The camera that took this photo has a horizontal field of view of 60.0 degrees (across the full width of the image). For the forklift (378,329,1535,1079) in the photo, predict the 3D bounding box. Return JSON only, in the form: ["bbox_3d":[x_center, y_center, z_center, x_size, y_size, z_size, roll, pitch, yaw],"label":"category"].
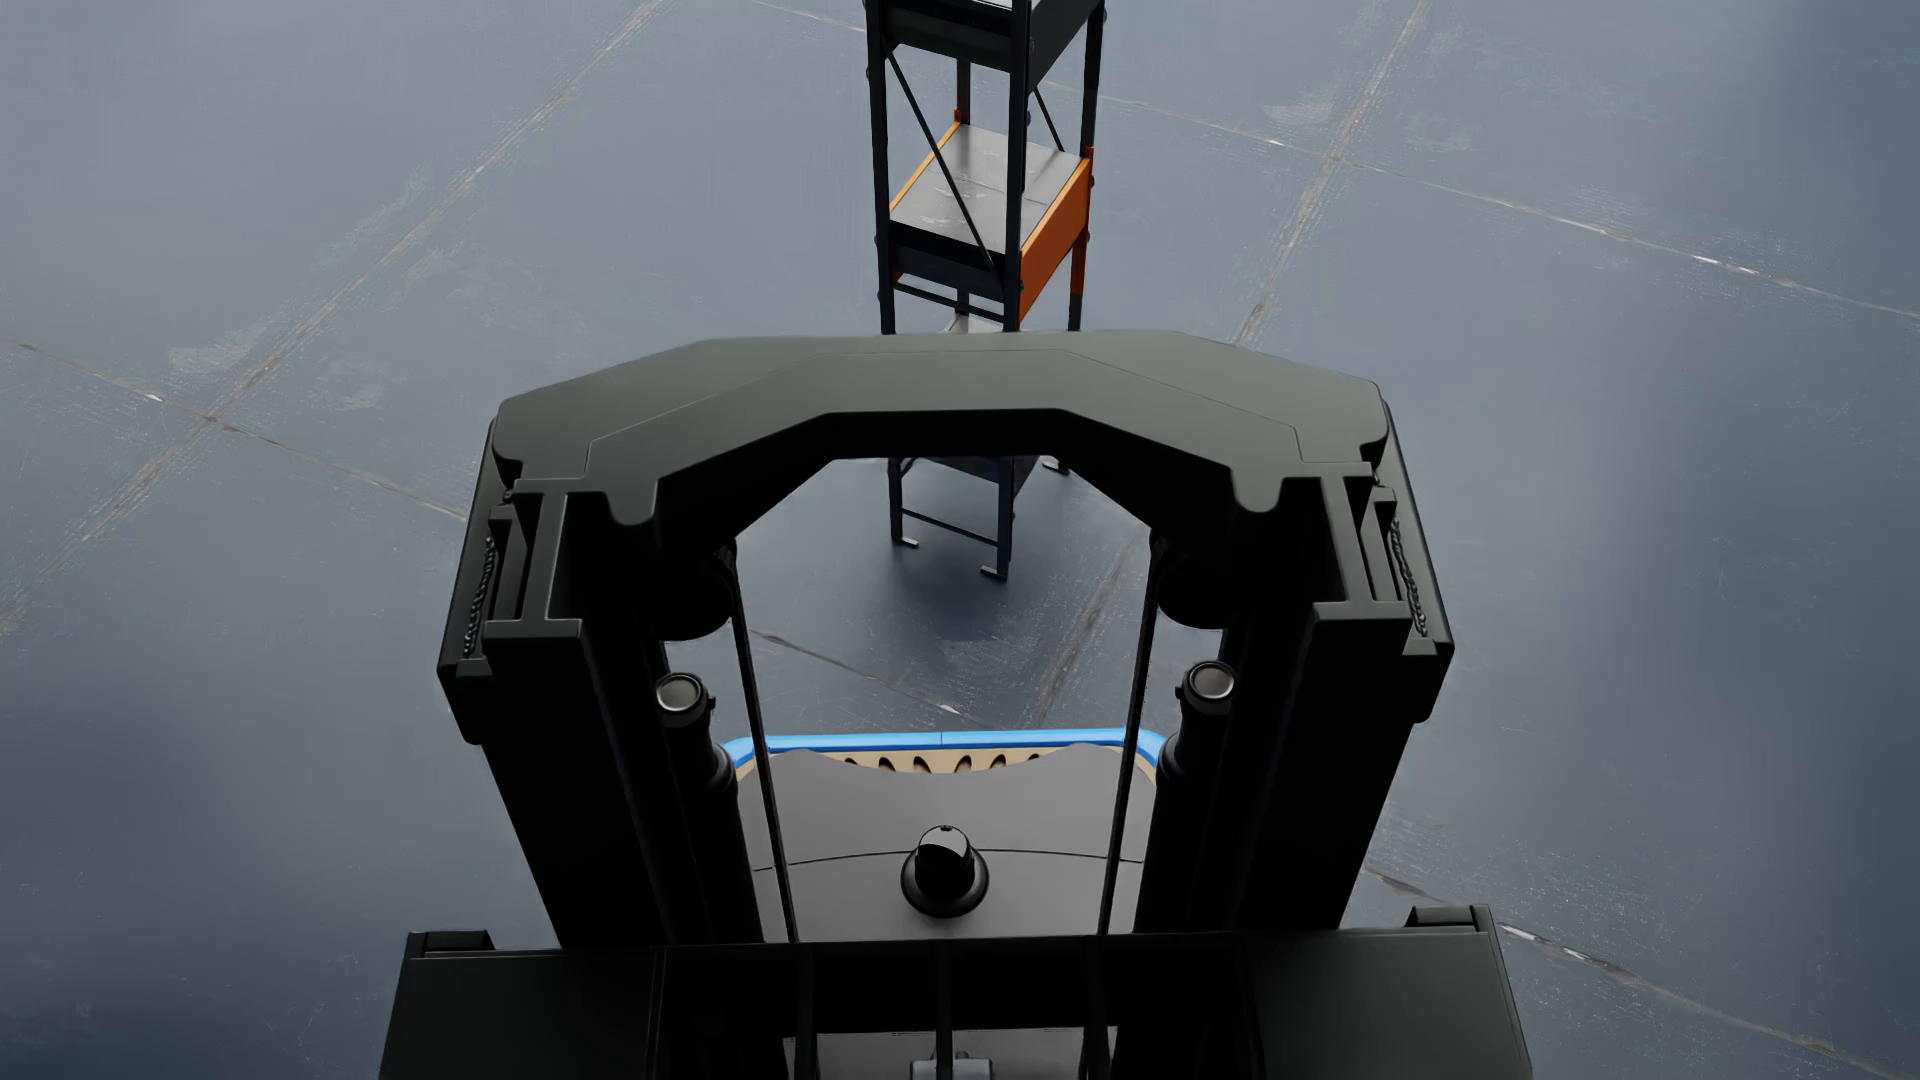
[{"bbox_3d":[0.001,1.276,2.240,1.130,2.935,3.031,-1,50,-1],"label":"forklift"}]

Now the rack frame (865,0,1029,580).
[{"bbox_3d":[-0.034,-0.626,4.404,0.400,2.100,0.015,20,52,16],"label":"rack frame"}]

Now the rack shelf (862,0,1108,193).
[{"bbox_3d":[0.071,-1.239,4.025,0.431,0.518,0.480,20,52,16],"label":"rack shelf"}]

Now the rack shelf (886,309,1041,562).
[{"bbox_3d":[0.071,-0.332,5.091,0.431,0.518,0.480,20,52,16],"label":"rack shelf"}]

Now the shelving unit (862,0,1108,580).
[{"bbox_3d":[0.071,-0.794,4.547,0.431,2.100,0.503,20,52,16],"label":"shelving unit"}]

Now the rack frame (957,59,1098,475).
[{"bbox_3d":[0.175,-0.962,4.690,0.400,2.100,0.015,20,52,16],"label":"rack frame"}]

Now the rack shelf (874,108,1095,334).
[{"bbox_3d":[0.071,-0.786,4.558,0.431,0.518,0.480,20,52,16],"label":"rack shelf"}]
